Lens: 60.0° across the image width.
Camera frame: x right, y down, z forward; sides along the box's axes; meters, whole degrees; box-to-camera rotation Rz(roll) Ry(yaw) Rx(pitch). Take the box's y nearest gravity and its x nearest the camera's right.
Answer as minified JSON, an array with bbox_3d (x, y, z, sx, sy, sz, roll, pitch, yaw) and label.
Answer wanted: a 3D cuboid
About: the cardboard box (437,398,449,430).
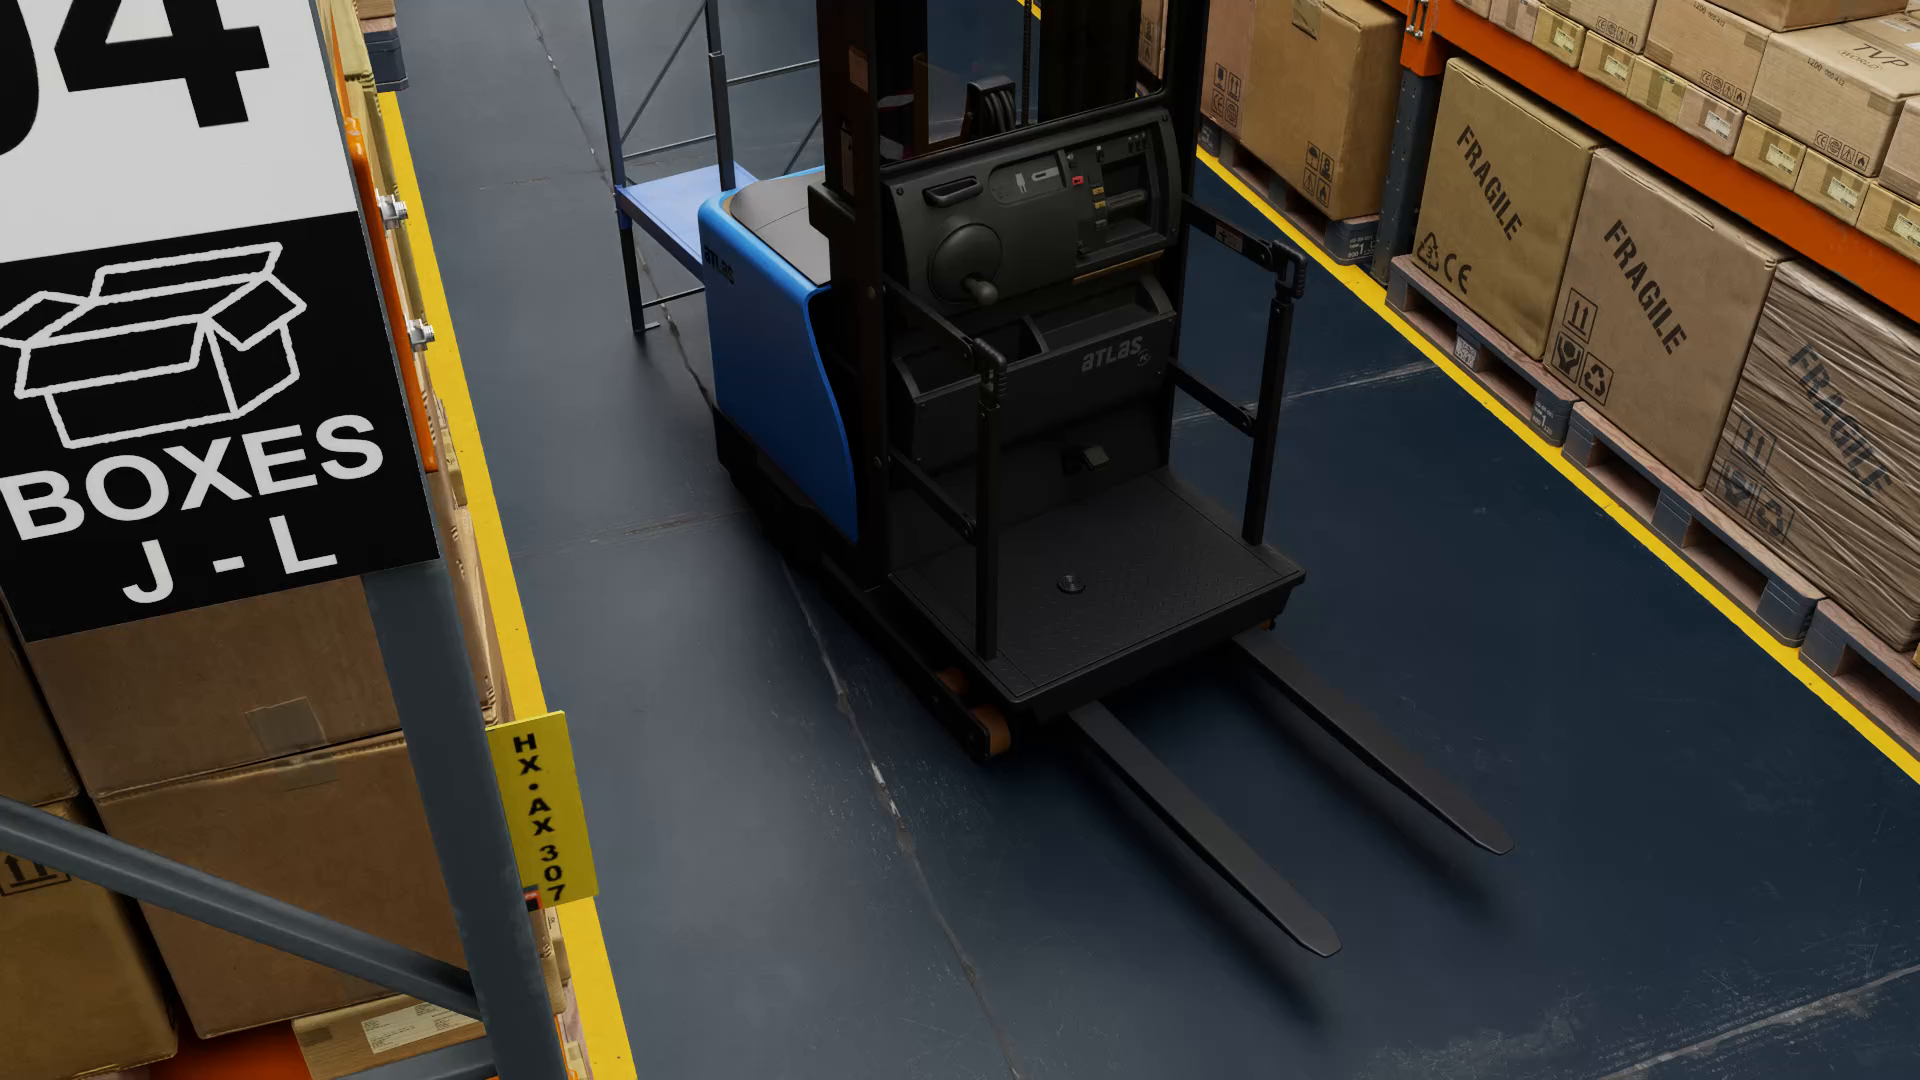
[{"bbox_3d":[-1.953,-0.334,5.721,0.380,0.149,0.250,-12,39,-15],"label":"cardboard box"}]

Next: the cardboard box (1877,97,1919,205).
[{"bbox_3d":[2.895,-1.018,4.486,0.500,0.250,0.500,-14,39,-17],"label":"cardboard box"}]

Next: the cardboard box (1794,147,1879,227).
[{"bbox_3d":[2.703,-1.062,4.876,0.380,0.149,0.250,-12,39,-15],"label":"cardboard box"}]

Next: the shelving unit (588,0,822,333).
[{"bbox_3d":[-0.865,-1.288,6.213,0.538,1.500,1.048,-21,42,-26],"label":"shelving unit"}]

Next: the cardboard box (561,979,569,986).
[{"bbox_3d":[-1.155,0.975,3.982,0.380,0.149,0.250,-12,39,-15],"label":"cardboard box"}]

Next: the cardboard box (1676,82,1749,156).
[{"bbox_3d":[2.520,-1.357,5.268,0.380,0.149,0.250,-12,39,-15],"label":"cardboard box"}]

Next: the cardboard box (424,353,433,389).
[{"bbox_3d":[-2.001,-0.492,5.683,0.380,0.149,0.250,-12,39,-15],"label":"cardboard box"}]

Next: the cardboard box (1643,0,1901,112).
[{"bbox_3d":[2.550,-1.592,5.247,0.500,0.250,0.500,-12,38,-15],"label":"cardboard box"}]

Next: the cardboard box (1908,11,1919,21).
[{"bbox_3d":[3.210,-1.423,5.023,0.500,0.250,0.500,-13,39,-17],"label":"cardboard box"}]

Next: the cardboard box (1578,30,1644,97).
[{"bbox_3d":[2.347,-1.644,5.649,0.380,0.149,0.250,-13,39,-17],"label":"cardboard box"}]

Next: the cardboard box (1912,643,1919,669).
[{"bbox_3d":[3.365,0.170,4.448,0.875,0.875,0.875,-12,39,-16],"label":"cardboard box"}]

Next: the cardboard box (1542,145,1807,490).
[{"bbox_3d":[2.746,-0.847,5.798,0.875,0.875,0.875,-12,39,-16],"label":"cardboard box"}]

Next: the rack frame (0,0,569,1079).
[{"bbox_3d":[-1.028,0.803,2.191,0.949,2.616,0.053,-12,39,-16],"label":"rack frame"}]

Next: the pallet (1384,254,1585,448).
[{"bbox_3d":[2.472,-0.866,6.725,1.003,0.211,1.213,-12,39,-16],"label":"pallet"}]

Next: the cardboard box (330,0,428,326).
[{"bbox_3d":[-1.274,-0.645,2.952,0.500,0.500,0.500,-13,39,-17],"label":"cardboard box"}]

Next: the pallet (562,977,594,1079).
[{"bbox_3d":[-1.304,1.408,3.705,1.003,0.211,1.213,-12,39,-16],"label":"pallet"}]

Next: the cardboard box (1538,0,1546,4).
[{"bbox_3d":[2.200,-2.165,6.009,0.500,0.250,0.500,-13,39,-17],"label":"cardboard box"}]

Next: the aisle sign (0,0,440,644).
[{"bbox_3d":[-0.725,-0.256,1.435,0.394,0.787,0.004,-12,39,-16],"label":"aisle sign"}]

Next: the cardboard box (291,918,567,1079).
[{"bbox_3d":[-0.835,0.653,2.599,0.380,0.149,0.250,-13,39,-16],"label":"cardboard box"}]

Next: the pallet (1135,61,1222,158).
[{"bbox_3d":[1.524,-2.423,8.791,1.003,0.211,1.213,-12,39,-16],"label":"pallet"}]

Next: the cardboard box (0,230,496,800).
[{"bbox_3d":[-0.937,-0.063,2.179,0.500,0.500,0.500,-13,39,-16],"label":"cardboard box"}]

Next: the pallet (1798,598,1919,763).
[{"bbox_3d":[3.312,0.512,4.895,1.003,0.211,1.213,-12,39,-16],"label":"pallet"}]

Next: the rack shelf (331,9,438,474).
[{"bbox_3d":[-1.720,-1.237,3.004,1.077,0.370,4.000,-12,39,-16],"label":"rack shelf"}]

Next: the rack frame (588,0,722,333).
[{"bbox_3d":[-1.141,-1.544,6.554,0.500,1.500,0.032,-21,42,-26],"label":"rack frame"}]

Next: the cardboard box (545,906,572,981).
[{"bbox_3d":[-1.067,0.871,3.627,0.380,0.149,0.250,-13,39,-16],"label":"cardboard box"}]

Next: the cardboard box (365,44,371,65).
[{"bbox_3d":[-1.798,-1.106,4.395,0.500,0.500,0.500,-13,39,-17],"label":"cardboard box"}]

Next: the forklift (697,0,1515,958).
[{"bbox_3d":[0.343,-0.852,4.446,1.130,2.935,3.031,-21,42,-26],"label":"forklift"}]

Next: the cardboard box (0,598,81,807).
[{"bbox_3d":[-1.422,0.039,2.044,0.500,0.500,0.500,-13,39,-17],"label":"cardboard box"}]

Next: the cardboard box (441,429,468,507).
[{"bbox_3d":[-1.787,-0.194,5.287,0.380,0.149,0.250,-14,39,-18],"label":"cardboard box"}]

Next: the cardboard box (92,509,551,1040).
[{"bbox_3d":[-0.926,0.334,2.483,0.500,0.500,0.500,-11,38,-14],"label":"cardboard box"}]

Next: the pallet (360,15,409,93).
[{"bbox_3d":[-2.534,-1.841,5.861,1.003,0.211,1.213,-12,39,-16],"label":"pallet"}]

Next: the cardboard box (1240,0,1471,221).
[{"bbox_3d":[2.045,-2.102,7.465,1.225,0.875,0.875,-12,39,-16],"label":"cardboard box"}]

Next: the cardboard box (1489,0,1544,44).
[{"bbox_3d":[2.164,-1.941,6.043,0.380,0.149,0.250,-14,39,-17],"label":"cardboard box"}]

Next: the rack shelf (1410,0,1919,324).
[{"bbox_3d":[2.972,-1.009,5.194,1.077,0.370,4.000,-12,39,-16],"label":"rack shelf"}]

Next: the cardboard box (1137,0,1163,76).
[{"bbox_3d":[1.425,-3.105,8.796,1.225,0.875,0.875,-12,39,-16],"label":"cardboard box"}]
